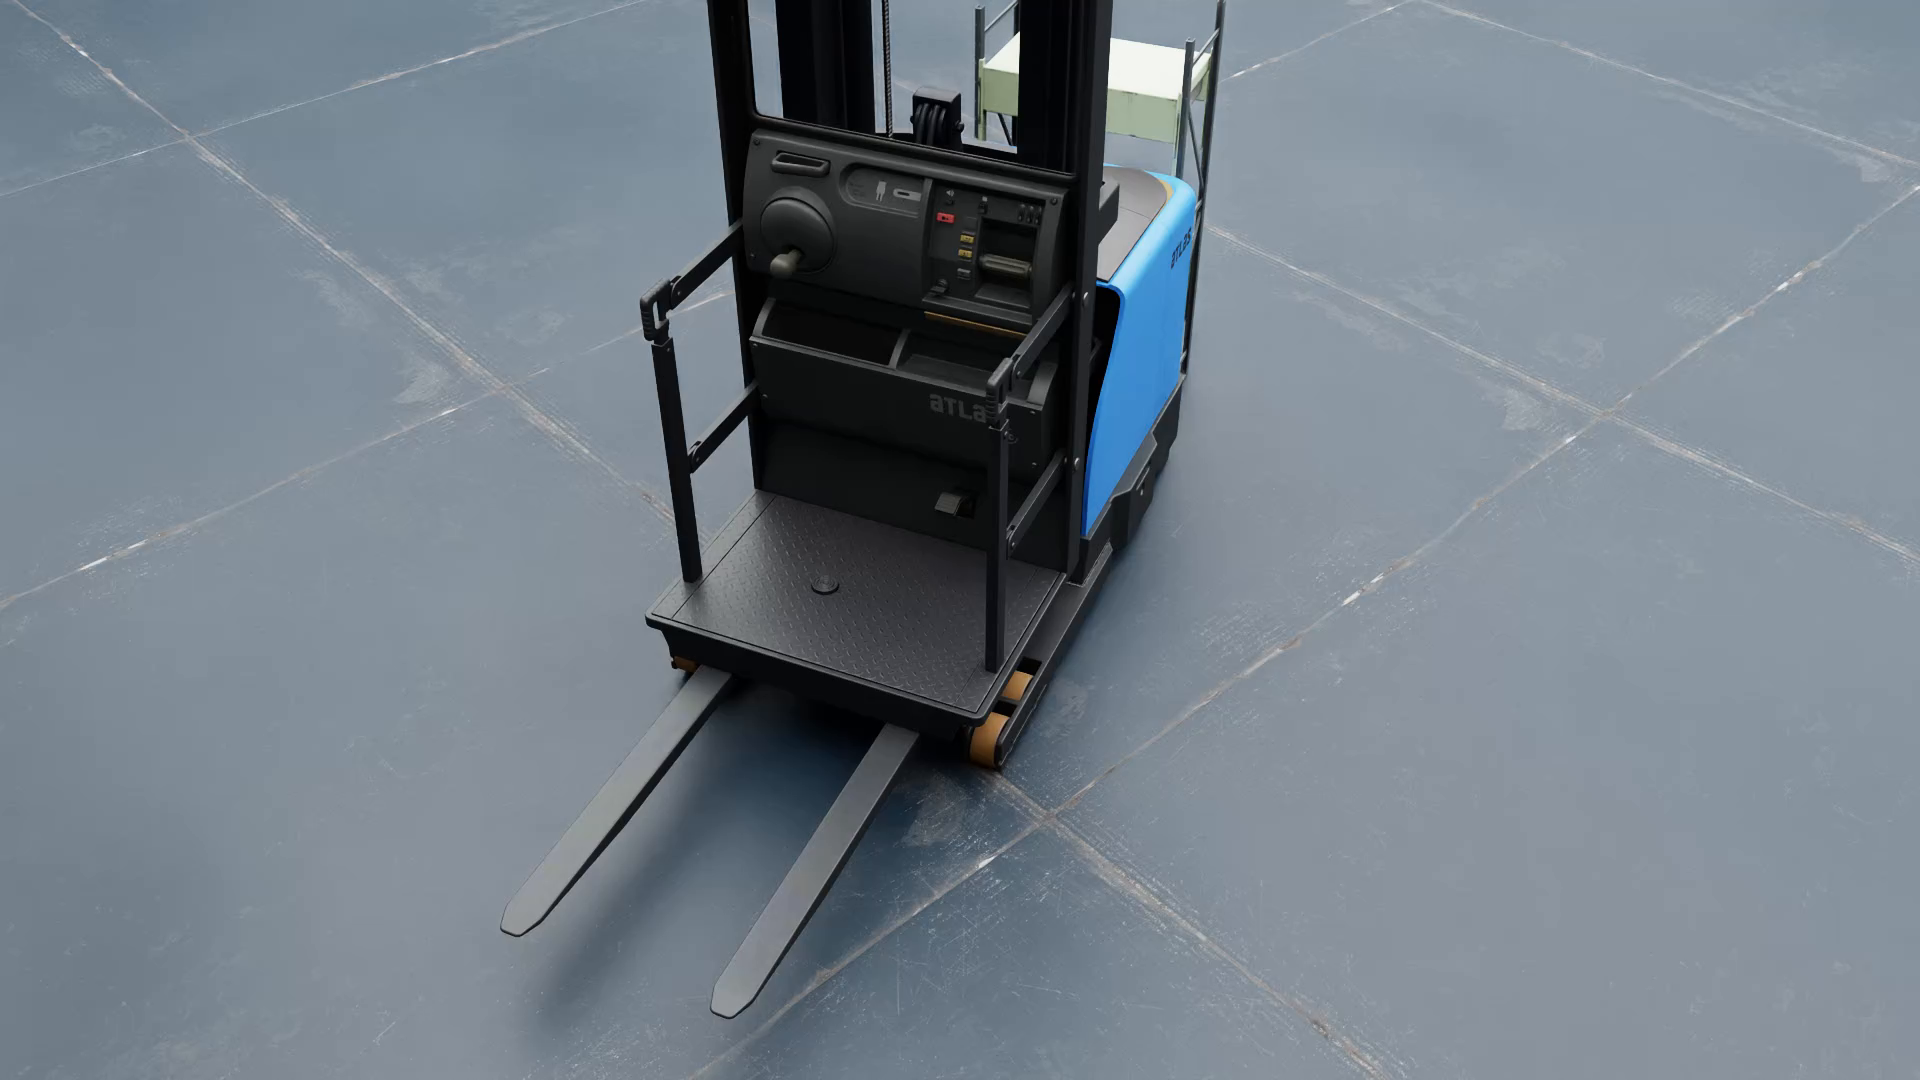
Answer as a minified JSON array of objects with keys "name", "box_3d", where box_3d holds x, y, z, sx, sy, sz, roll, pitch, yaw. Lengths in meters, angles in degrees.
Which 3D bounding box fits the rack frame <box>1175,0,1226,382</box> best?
[{"name":"rack frame","box_3d":[0.815,-1.135,5.962,0.023,1.500,0.400,15,41,18]}]

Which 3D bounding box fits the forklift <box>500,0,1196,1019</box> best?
[{"name":"forklift","box_3d":[-0.251,-0.777,4.379,1.130,2.935,3.031,15,41,18]}]

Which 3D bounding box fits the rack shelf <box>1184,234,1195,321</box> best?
[{"name":"rack shelf","box_3d":[0.478,-0.971,6.277,0.720,0.370,0.431,15,41,18]}]

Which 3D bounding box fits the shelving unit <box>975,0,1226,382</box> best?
[{"name":"shelving unit","box_3d":[0.478,-1.225,6.073,0.755,1.500,0.431,15,41,18]}]

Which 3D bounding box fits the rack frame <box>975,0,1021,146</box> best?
[{"name":"rack frame","box_3d":[0.140,-1.314,6.183,0.023,1.500,0.400,15,41,18]}]

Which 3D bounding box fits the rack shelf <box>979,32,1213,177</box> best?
[{"name":"rack shelf","box_3d":[0.478,-1.528,5.827,0.720,0.370,0.431,15,41,18]}]
